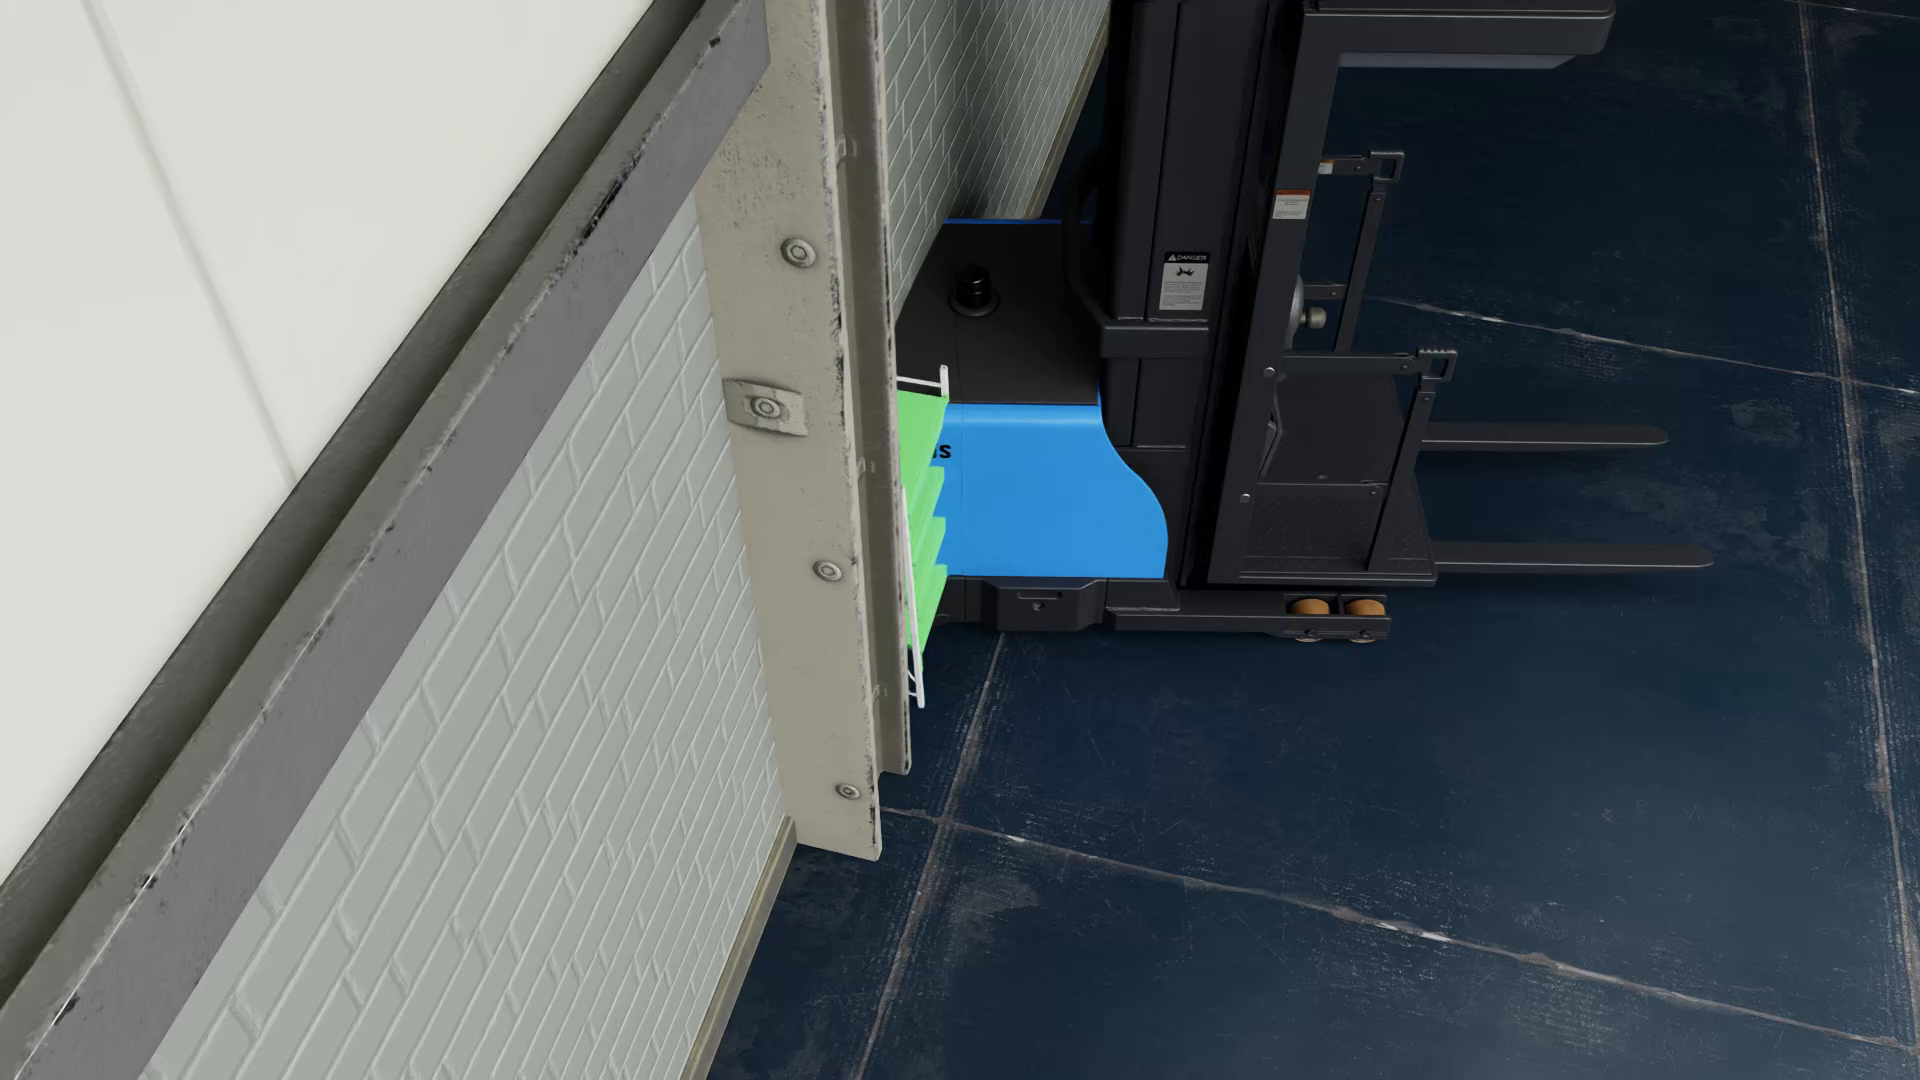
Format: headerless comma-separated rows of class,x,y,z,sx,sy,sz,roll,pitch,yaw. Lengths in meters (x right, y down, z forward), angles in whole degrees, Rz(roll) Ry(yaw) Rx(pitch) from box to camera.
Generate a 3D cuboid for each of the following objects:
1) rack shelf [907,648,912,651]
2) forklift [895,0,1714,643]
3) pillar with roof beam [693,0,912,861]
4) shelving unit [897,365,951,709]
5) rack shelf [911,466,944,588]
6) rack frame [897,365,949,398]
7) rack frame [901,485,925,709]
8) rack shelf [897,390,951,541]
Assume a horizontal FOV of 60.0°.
rack shelf,-0.189,0.177,5.660,0.199,0.029,0.442,10,53,10
forklift,1.161,-1.010,5.186,3.031,2.935,1.130,1,49,1
pillar with roof beam,3.791,-1.270,1.369,9.100,9.000,0.400,12,50,10
shelving unit,-0.198,0.008,5.443,0.258,1.200,0.503,10,53,10
rack shelf,-0.203,-0.101,5.304,0.258,0.148,0.480,10,53,10
rack frame,-0.138,-0.180,5.587,0.240,1.200,0.015,10,53,10
rack frame,-0.258,0.195,5.300,0.240,1.200,0.015,10,53,10
rack shelf,-0.211,-0.248,5.115,0.258,0.148,0.480,10,53,10
